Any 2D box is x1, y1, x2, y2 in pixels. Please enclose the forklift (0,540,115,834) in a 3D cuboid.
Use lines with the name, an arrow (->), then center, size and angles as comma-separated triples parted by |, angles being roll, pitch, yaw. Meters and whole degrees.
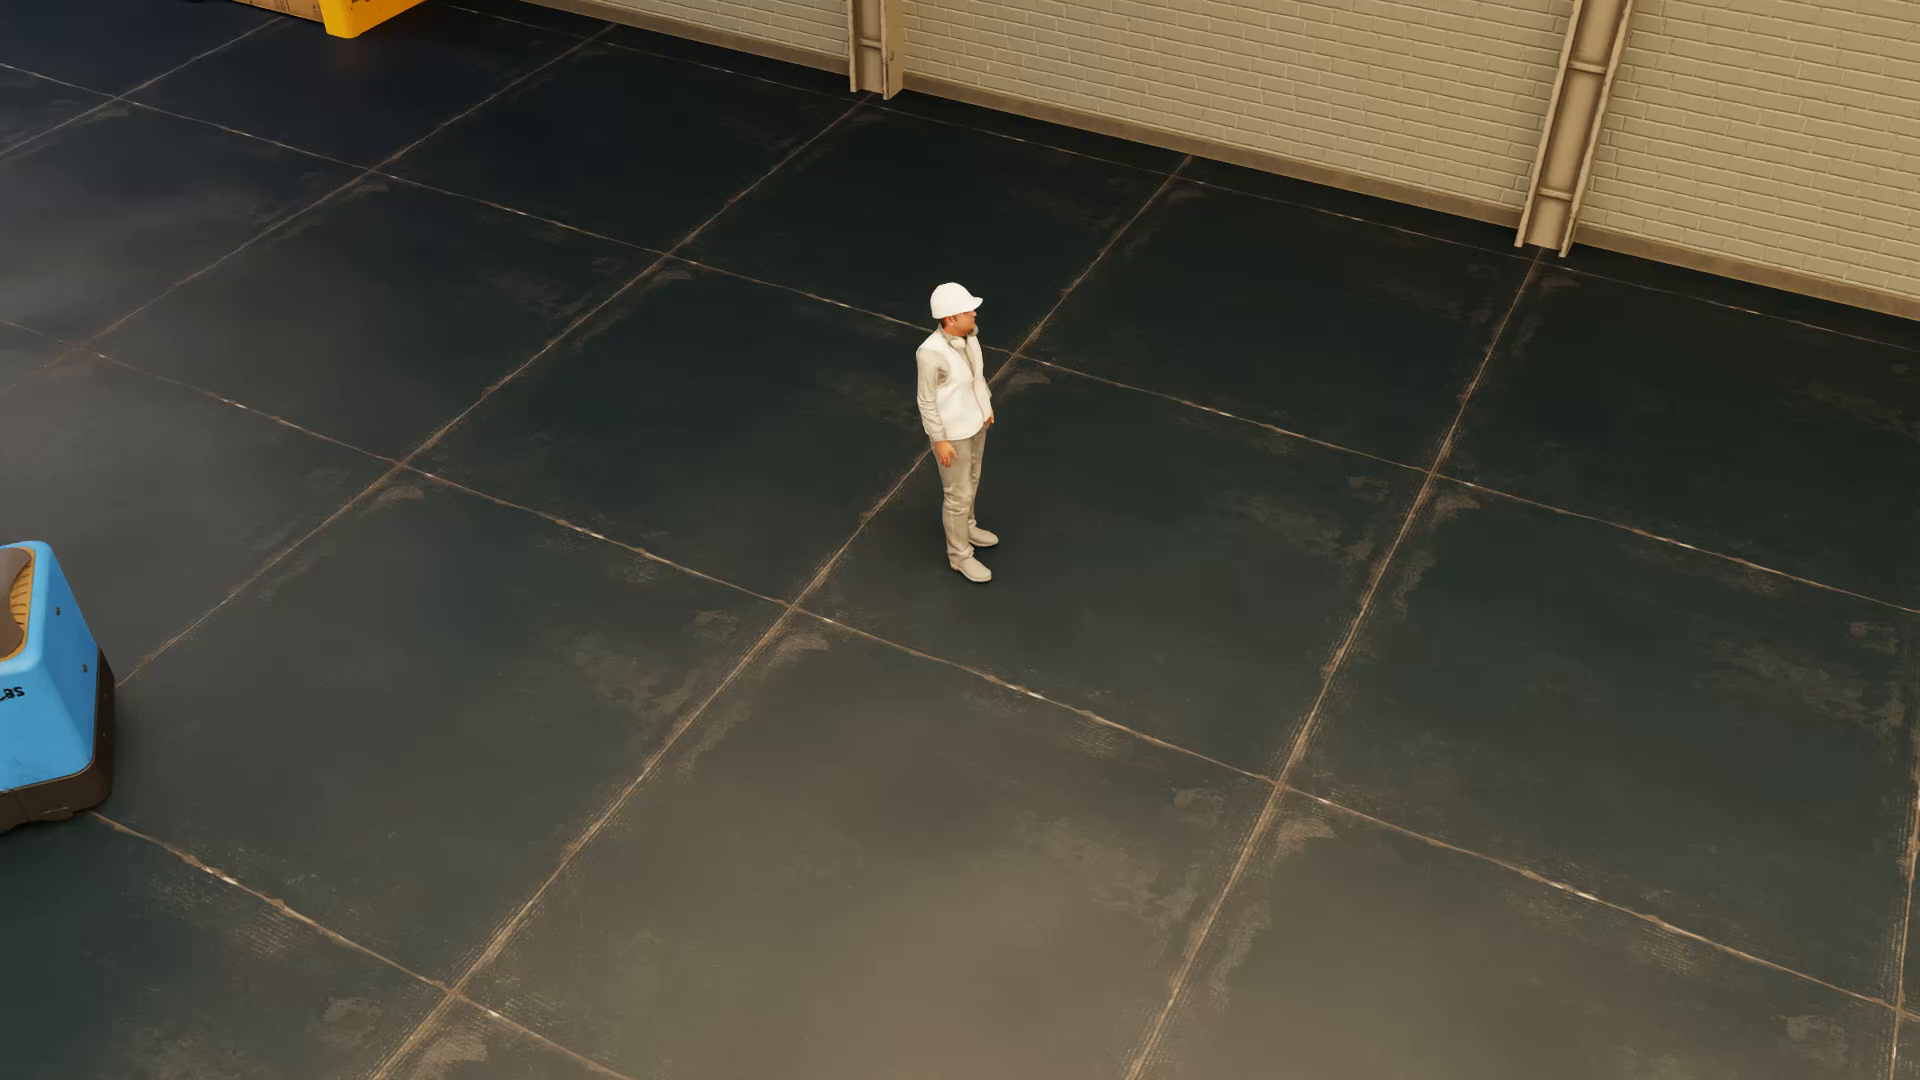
forklift -> -5.973, 0.296, 7.634 | 3.031, 2.935, 1.130 | -13, 42, -15

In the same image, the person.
person -> 0.051, -0.661, 9.658 | 0.568, 1.773, 0.632 | 18, 43, 21
